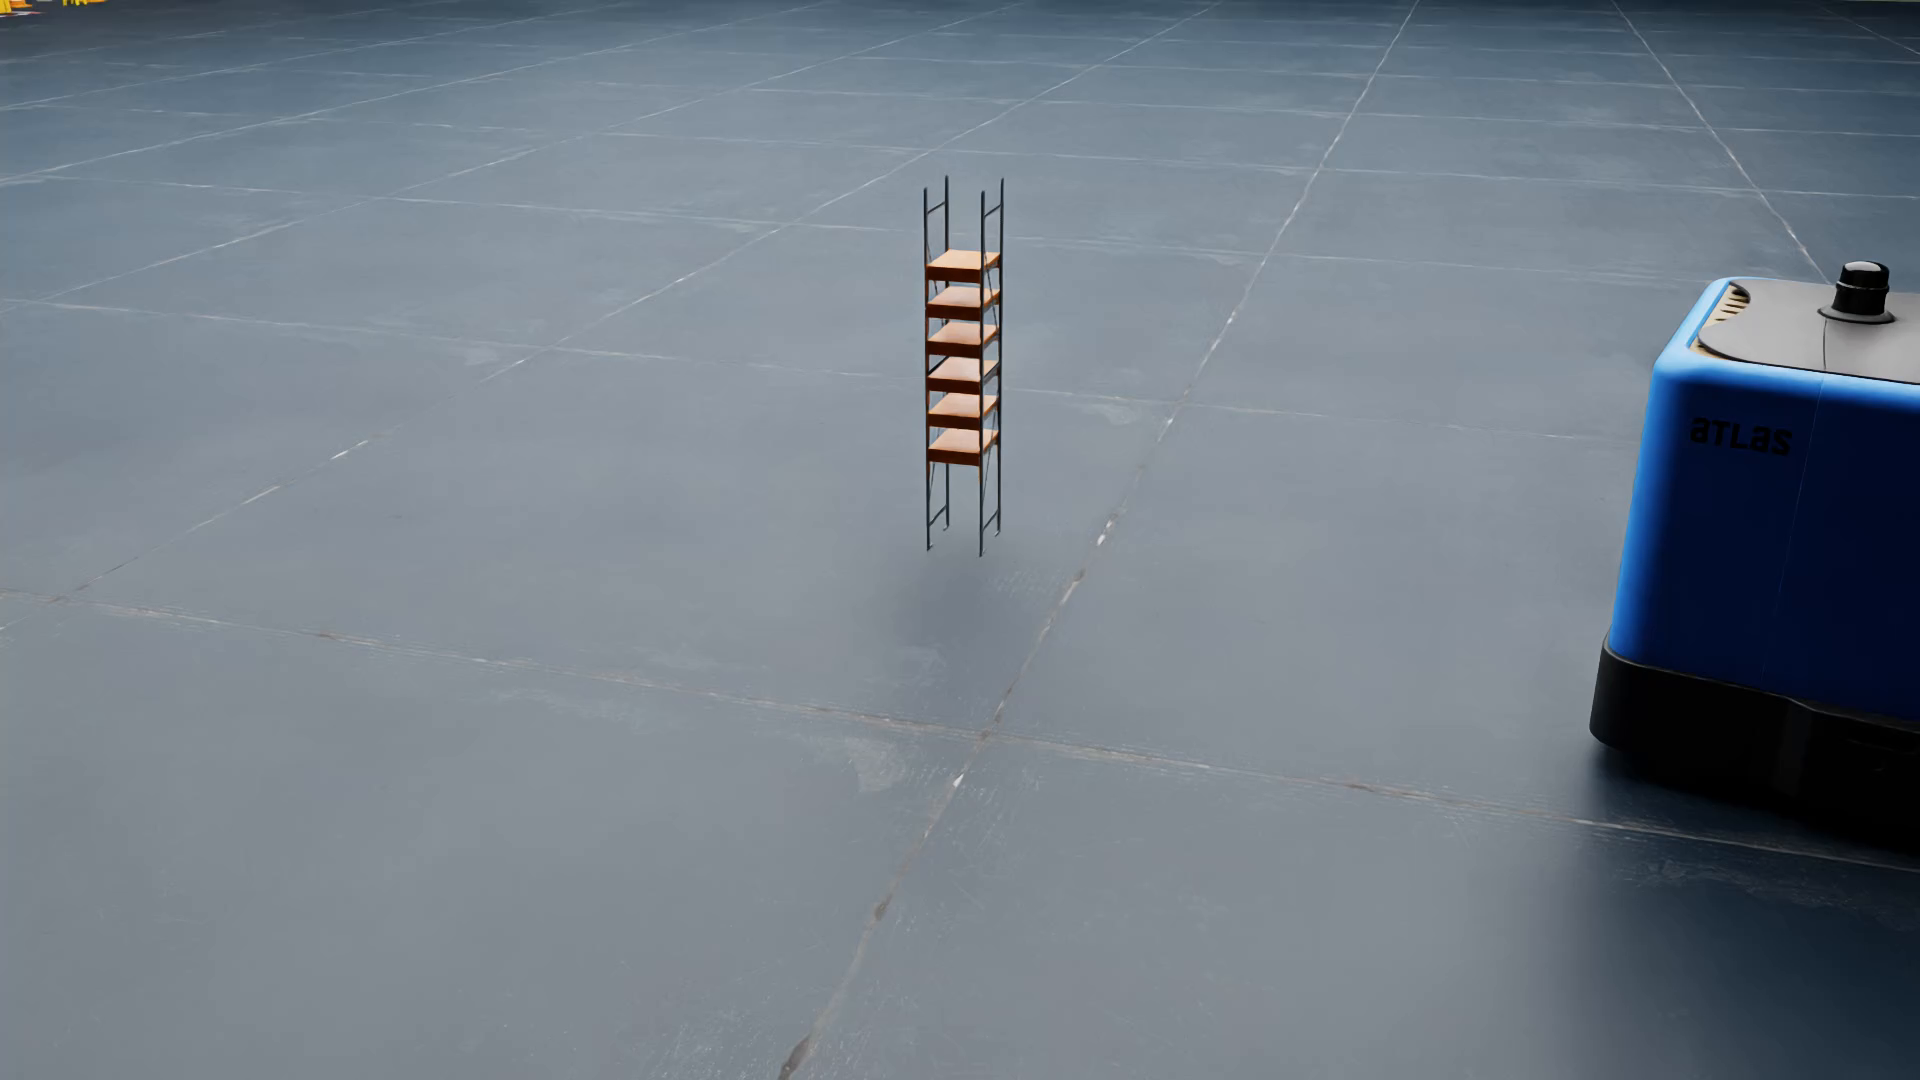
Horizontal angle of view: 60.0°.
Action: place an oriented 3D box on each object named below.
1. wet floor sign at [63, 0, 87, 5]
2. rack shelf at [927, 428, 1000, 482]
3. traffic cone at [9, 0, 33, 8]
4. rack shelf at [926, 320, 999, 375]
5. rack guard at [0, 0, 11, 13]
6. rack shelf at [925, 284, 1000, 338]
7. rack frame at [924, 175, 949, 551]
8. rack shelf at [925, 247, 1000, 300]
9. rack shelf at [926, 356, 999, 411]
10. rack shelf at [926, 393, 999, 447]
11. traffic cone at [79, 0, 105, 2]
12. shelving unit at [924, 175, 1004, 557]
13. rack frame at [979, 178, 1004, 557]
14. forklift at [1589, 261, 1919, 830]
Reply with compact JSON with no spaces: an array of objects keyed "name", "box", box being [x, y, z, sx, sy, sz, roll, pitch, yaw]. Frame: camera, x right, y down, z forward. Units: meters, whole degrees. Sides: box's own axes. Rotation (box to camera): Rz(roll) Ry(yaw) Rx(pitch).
[{"name":"wet floor sign","box":[-13.905,-8.713,26.013,0.232,0.644,0.267,3,22,6]},{"name":"rack shelf","box":[0.014,-0.290,5.497,0.180,0.103,0.258,7,23,16]},{"name":"traffic cone","box":[-14.603,-8.487,25.701,0.334,0.463,0.336,7,23,16]},{"name":"rack shelf","box":[0.014,-0.623,5.361,0.180,0.103,0.258,7,23,16]},{"name":"rack guard","box":[-14.482,-7.927,24.288,0.348,0.500,1.175,7,23,16]},{"name":"rack shelf","box":[0.014,-0.734,5.315,0.180,0.103,0.258,7,23,16]},{"name":"rack frame","box":[-0.074,-0.564,5.414,0.006,1.200,0.240,7,23,16]},{"name":"rack shelf","box":[0.014,-0.845,5.270,0.180,0.103,0.258,7,23,16]},{"name":"rack shelf","box":[0.014,-0.512,5.406,0.180,0.103,0.258,7,23,16]},{"name":"rack shelf","box":[0.014,-0.401,5.452,0.180,0.103,0.258,7,23,16]},{"name":"traffic cone","box":[-13.951,-8.860,26.611,0.334,0.463,0.336,7,23,16]},{"name":"shelving unit","box":[0.014,-0.554,5.389,0.189,1.200,0.258,7,23,16]},{"name":"rack frame","box":[0.101,-0.544,5.365,0.006,1.200,0.240,7,23,16]},{"name":"forklift","box":[3.139,-0.664,3.377,3.031,2.935,1.130,12,25,28]}]
